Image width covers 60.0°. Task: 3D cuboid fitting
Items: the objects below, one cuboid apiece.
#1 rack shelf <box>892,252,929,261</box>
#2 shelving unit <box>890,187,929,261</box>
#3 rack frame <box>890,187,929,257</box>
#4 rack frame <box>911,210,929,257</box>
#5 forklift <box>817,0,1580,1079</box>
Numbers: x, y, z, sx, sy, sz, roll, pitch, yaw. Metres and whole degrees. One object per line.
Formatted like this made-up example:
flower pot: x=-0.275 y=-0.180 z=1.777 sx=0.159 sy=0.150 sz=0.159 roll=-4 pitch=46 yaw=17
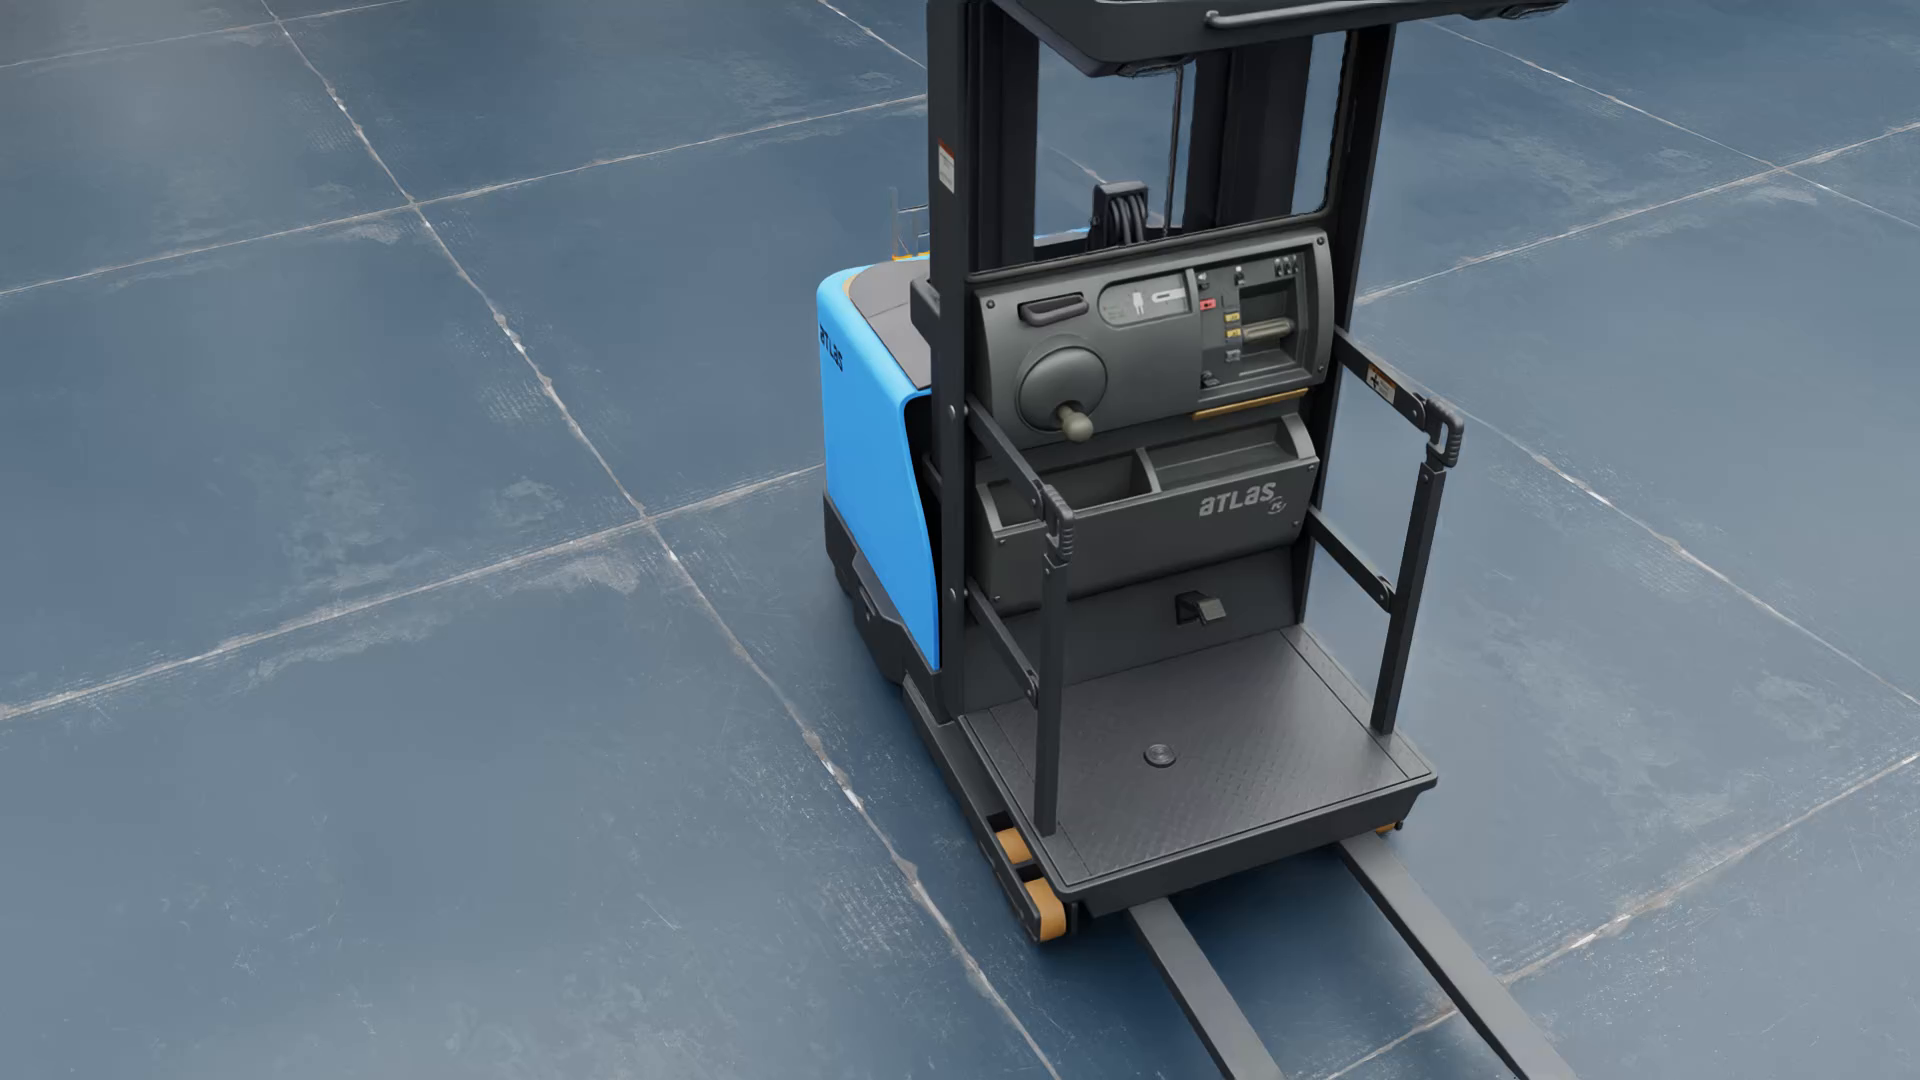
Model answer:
rack shelf: x=-0.073 y=-0.854 z=5.367 sx=0.258 sy=0.103 sz=0.180 roll=-13 pitch=38 yaw=-18
shelving unit: x=-0.073 y=-0.599 z=5.553 sx=0.258 sy=1.200 sz=0.189 roll=-13 pitch=38 yaw=-18
rack frame: x=-0.107 y=-0.649 z=5.622 sx=0.240 sy=1.200 sz=0.006 roll=-13 pitch=38 yaw=-18
rack frame: x=-0.038 y=-0.549 z=5.484 sx=0.240 sy=1.200 sz=0.006 roll=-13 pitch=38 yaw=-18
forklift: x=0.569 y=-0.425 z=3.847 sx=1.130 sy=2.935 sz=3.031 roll=-13 pitch=38 yaw=-18
